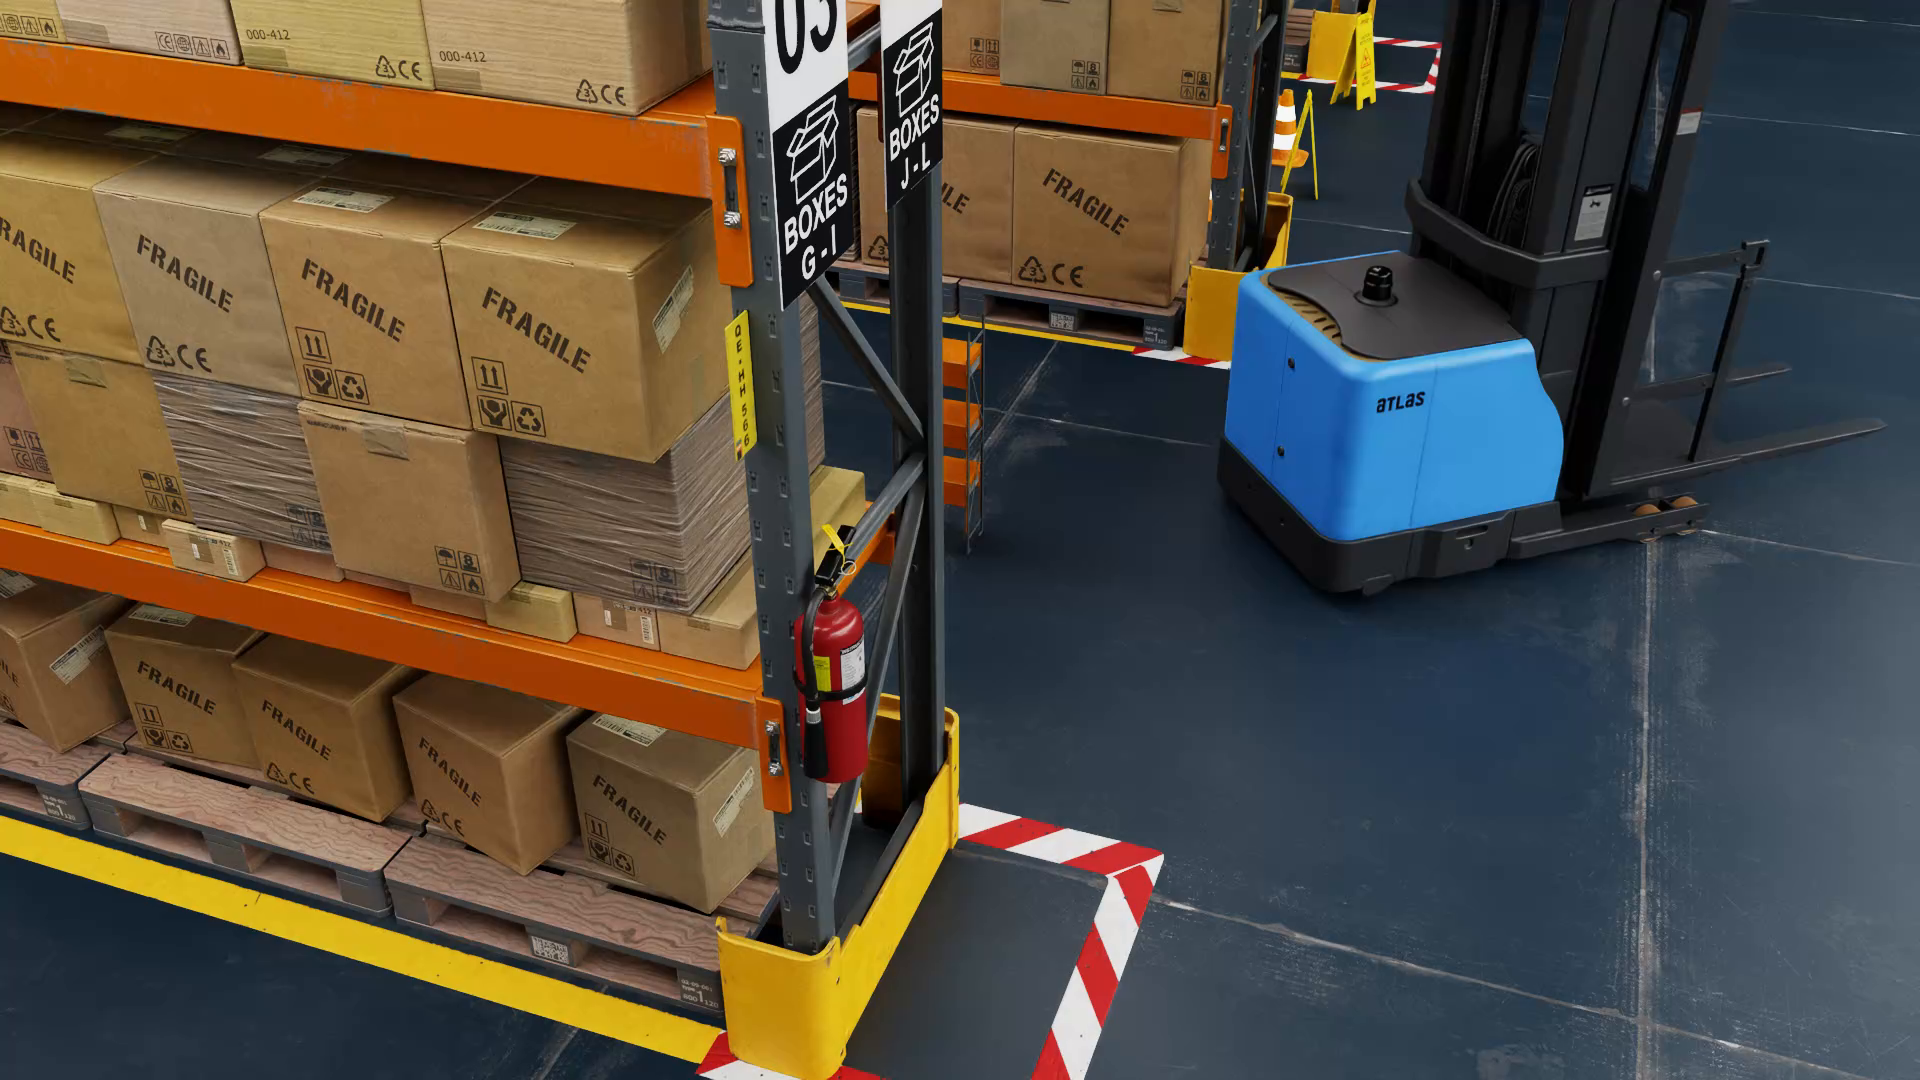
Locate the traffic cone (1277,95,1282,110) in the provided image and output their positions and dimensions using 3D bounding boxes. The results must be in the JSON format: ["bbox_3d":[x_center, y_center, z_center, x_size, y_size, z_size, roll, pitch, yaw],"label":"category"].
[{"bbox_3d":[2.231,-3.410,12.106,0.334,0.463,0.336,11,34,16],"label":"traffic cone"}]

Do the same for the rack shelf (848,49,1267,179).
[{"bbox_3d":[-0.387,-2.574,9.134,4.000,0.370,1.077,11,34,16],"label":"rack shelf"}]

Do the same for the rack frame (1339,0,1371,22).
[{"bbox_3d":[3.071,-5.056,12.316,0.127,3.000,1.000,11,34,16],"label":"rack frame"}]

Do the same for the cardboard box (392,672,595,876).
[{"bbox_3d":[-1.429,0.663,5.375,0.500,0.500,0.500,21,38,29],"label":"cardboard box"}]

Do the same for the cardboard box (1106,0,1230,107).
[{"bbox_3d":[1.131,-2.618,8.401,0.550,0.550,0.875,11,34,16],"label":"cardboard box"}]

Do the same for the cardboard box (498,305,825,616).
[{"bbox_3d":[-0.781,-0.278,4.548,0.500,0.500,0.875,11,34,16],"label":"cardboard box"}]

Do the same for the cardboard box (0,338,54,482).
[{"bbox_3d":[-2.672,-0.632,5.096,0.500,0.500,0.875,11,34,16],"label":"cardboard box"}]

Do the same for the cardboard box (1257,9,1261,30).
[{"bbox_3d":[2.196,-4.092,12.971,0.500,0.250,0.500,11,34,16],"label":"cardboard box"}]

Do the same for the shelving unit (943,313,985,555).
[{"bbox_3d":[-0.050,-0.451,6.980,0.252,1.050,0.215,11,34,16],"label":"shelving unit"}]

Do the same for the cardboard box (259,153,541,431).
[{"bbox_3d":[-1.346,-0.646,4.197,0.500,0.500,0.500,11,34,16],"label":"cardboard box"}]

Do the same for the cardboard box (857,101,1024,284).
[{"bbox_3d":[0.006,-2.044,9.223,0.875,0.875,0.875,10,34,16],"label":"cardboard box"}]

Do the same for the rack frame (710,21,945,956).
[{"bbox_3d":[-0.273,0.004,4.478,0.127,3.000,1.000,11,34,16],"label":"rack frame"}]

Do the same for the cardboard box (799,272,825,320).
[{"bbox_3d":[-0.699,-0.823,4.471,0.500,0.500,0.500,11,34,16],"label":"cardboard box"}]

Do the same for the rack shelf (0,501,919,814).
[{"bbox_3d":[-2.155,-0.060,5.240,4.000,0.370,1.077,11,34,16],"label":"rack shelf"}]

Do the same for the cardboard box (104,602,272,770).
[{"bbox_3d":[-2.522,0.414,5.761,0.500,0.500,0.500,8,34,12],"label":"cardboard box"}]

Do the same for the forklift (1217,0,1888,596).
[{"bbox_3d":[2.737,-1.477,6.836,3.031,2.935,1.130,-11,34,-16],"label":"forklift"}]

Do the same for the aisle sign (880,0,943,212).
[{"bbox_3d":[-0.113,-1.230,3.993,0.004,0.787,0.394,11,34,16],"label":"aisle sign"}]

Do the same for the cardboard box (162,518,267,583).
[{"bbox_3d":[-2.058,-0.058,4.806,0.250,0.149,0.380,11,34,16],"label":"cardboard box"}]

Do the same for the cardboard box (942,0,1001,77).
[{"bbox_3d":[0.121,-2.874,8.798,0.550,0.550,0.875,11,34,16],"label":"cardboard box"}]

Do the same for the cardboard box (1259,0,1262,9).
[{"bbox_3d":[2.228,-4.406,12.765,0.500,0.500,0.500,11,35,17],"label":"cardboard box"}]

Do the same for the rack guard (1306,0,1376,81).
[{"bbox_3d":[2.999,-4.020,13.015,0.348,0.500,1.175,11,34,16],"label":"rack guard"}]

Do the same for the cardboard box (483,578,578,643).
[{"bbox_3d":[-1.098,0.097,4.566,0.250,0.149,0.380,11,34,16],"label":"cardboard box"}]

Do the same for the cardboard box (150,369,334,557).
[{"bbox_3d":[-1.748,-0.421,4.771,0.500,0.500,0.875,11,34,16],"label":"cardboard box"}]

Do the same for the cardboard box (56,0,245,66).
[{"bbox_3d":[-1.763,-1.340,3.932,0.500,0.250,0.500,12,35,18],"label":"cardboard box"}]

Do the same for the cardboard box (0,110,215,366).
[{"bbox_3d":[-2.284,-0.835,4.489,0.500,0.500,0.500,11,34,16],"label":"cardboard box"}]

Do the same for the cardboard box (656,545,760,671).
[{"bbox_3d":[-0.611,0.163,4.464,0.250,0.149,0.380,11,34,16],"label":"cardboard box"}]

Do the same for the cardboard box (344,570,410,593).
[{"bbox_3d":[-1.550,-0.023,4.752,0.250,0.149,0.380,11,34,16],"label":"cardboard box"}]

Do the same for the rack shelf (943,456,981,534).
[{"bbox_3d":[-0.050,-0.208,7.137,0.240,0.259,0.215,11,34,16],"label":"rack shelf"}]

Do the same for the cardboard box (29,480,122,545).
[{"bbox_3d":[-2.521,-0.162,4.967,0.250,0.149,0.380,11,34,16],"label":"cardboard box"}]

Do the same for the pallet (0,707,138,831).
[{"bbox_3d":[-3.394,0.548,6.206,1.213,0.211,1.003,11,34,16],"label":"pallet"}]

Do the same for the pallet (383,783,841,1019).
[{"bbox_3d":[-1.097,0.995,5.515,1.213,0.211,1.003,11,34,16],"label":"pallet"}]

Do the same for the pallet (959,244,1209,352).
[{"bbox_3d":[0.717,-1.445,9.294,1.213,0.211,1.003,11,34,16],"label":"pallet"}]

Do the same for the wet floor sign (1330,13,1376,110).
[{"bbox_3d":[2.889,-3.486,12.054,0.232,0.644,0.267,24,40,32],"label":"wet floor sign"}]

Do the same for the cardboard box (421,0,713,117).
[{"bbox_3d":[-0.812,-1.152,3.641,0.500,0.250,0.500,12,35,18],"label":"cardboard box"}]

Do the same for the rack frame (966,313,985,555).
[{"bbox_3d":[0.064,-0.429,6.946,0.008,1.050,0.200,11,34,16],"label":"rack frame"}]

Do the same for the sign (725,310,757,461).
[{"bbox_3d":[-0.479,-0.336,3.645,0.005,0.325,0.100,11,34,16],"label":"sign"}]
